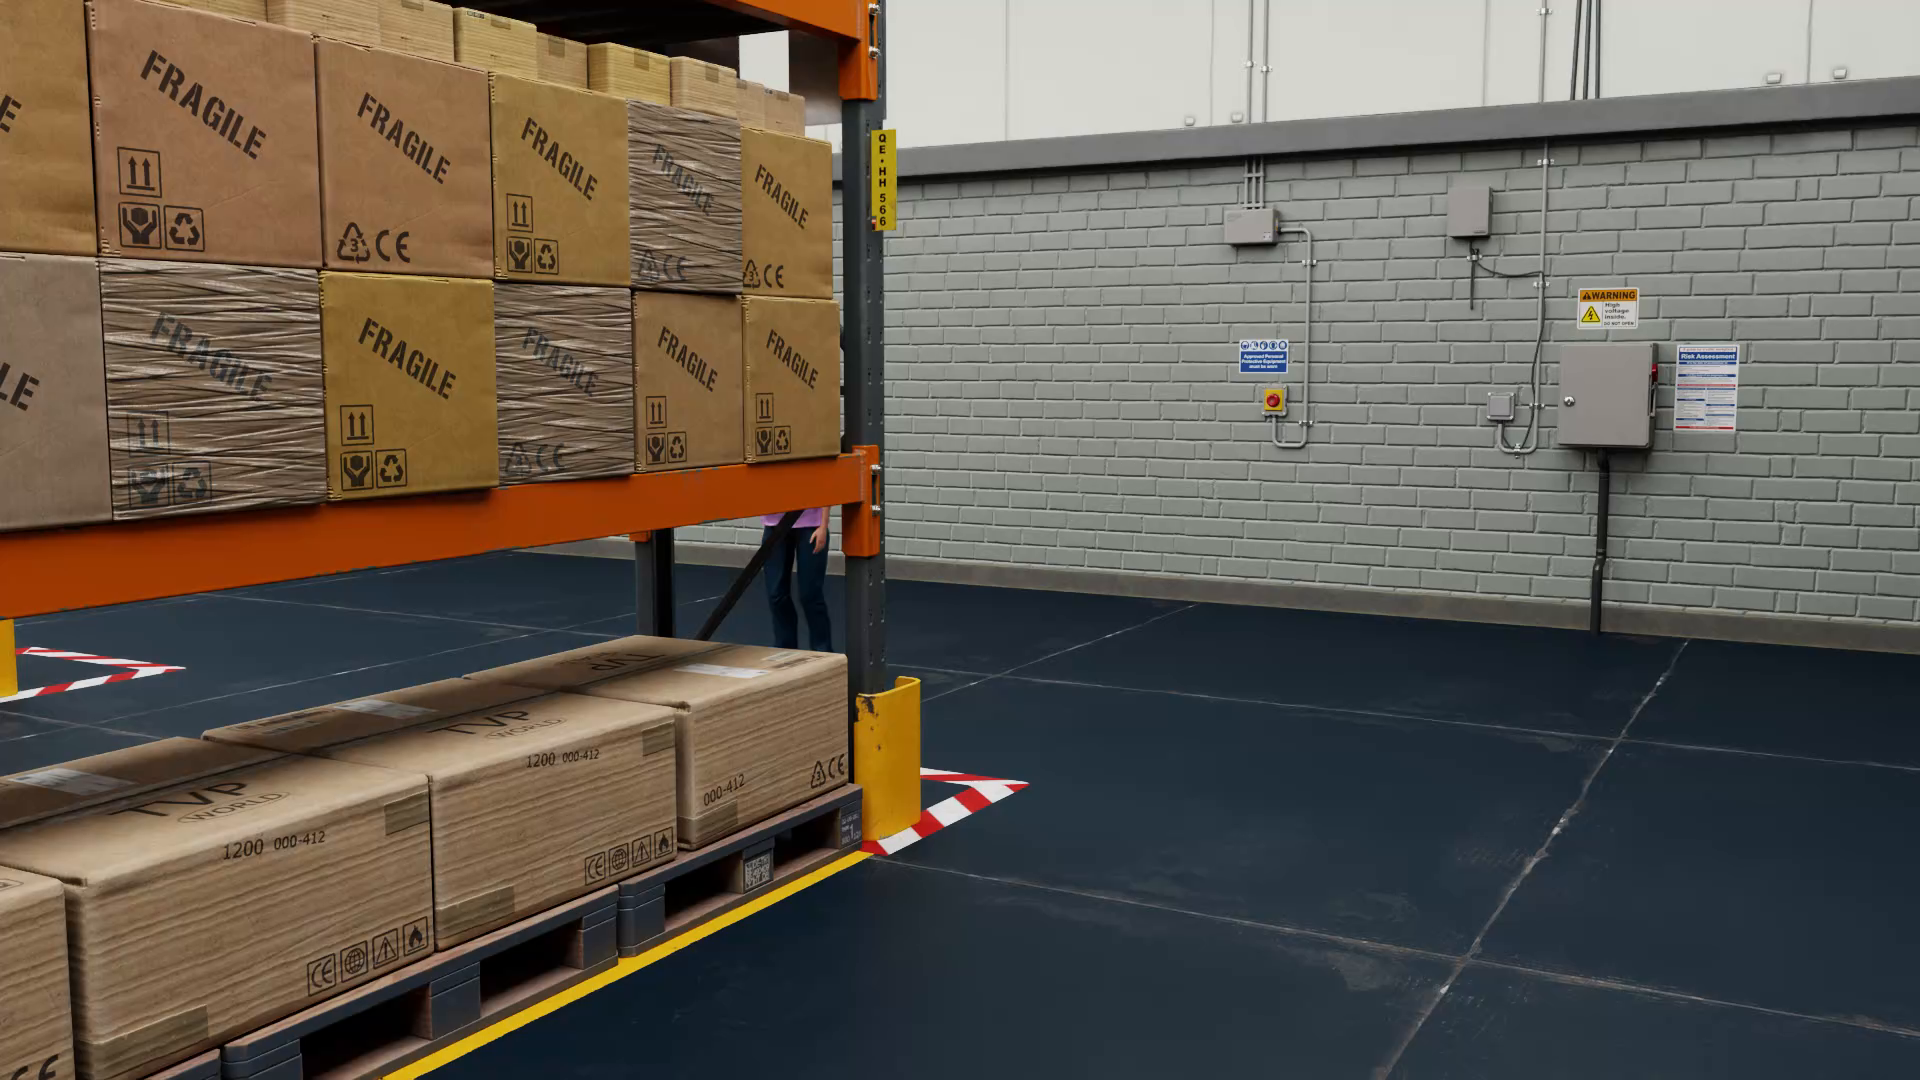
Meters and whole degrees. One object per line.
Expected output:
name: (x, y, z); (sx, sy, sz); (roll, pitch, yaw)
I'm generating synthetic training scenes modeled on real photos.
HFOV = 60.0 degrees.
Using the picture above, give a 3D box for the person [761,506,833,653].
person: (-0.787, -0.054, 8.126); (0.405, 1.605, 0.312); (4, 7, 30)
